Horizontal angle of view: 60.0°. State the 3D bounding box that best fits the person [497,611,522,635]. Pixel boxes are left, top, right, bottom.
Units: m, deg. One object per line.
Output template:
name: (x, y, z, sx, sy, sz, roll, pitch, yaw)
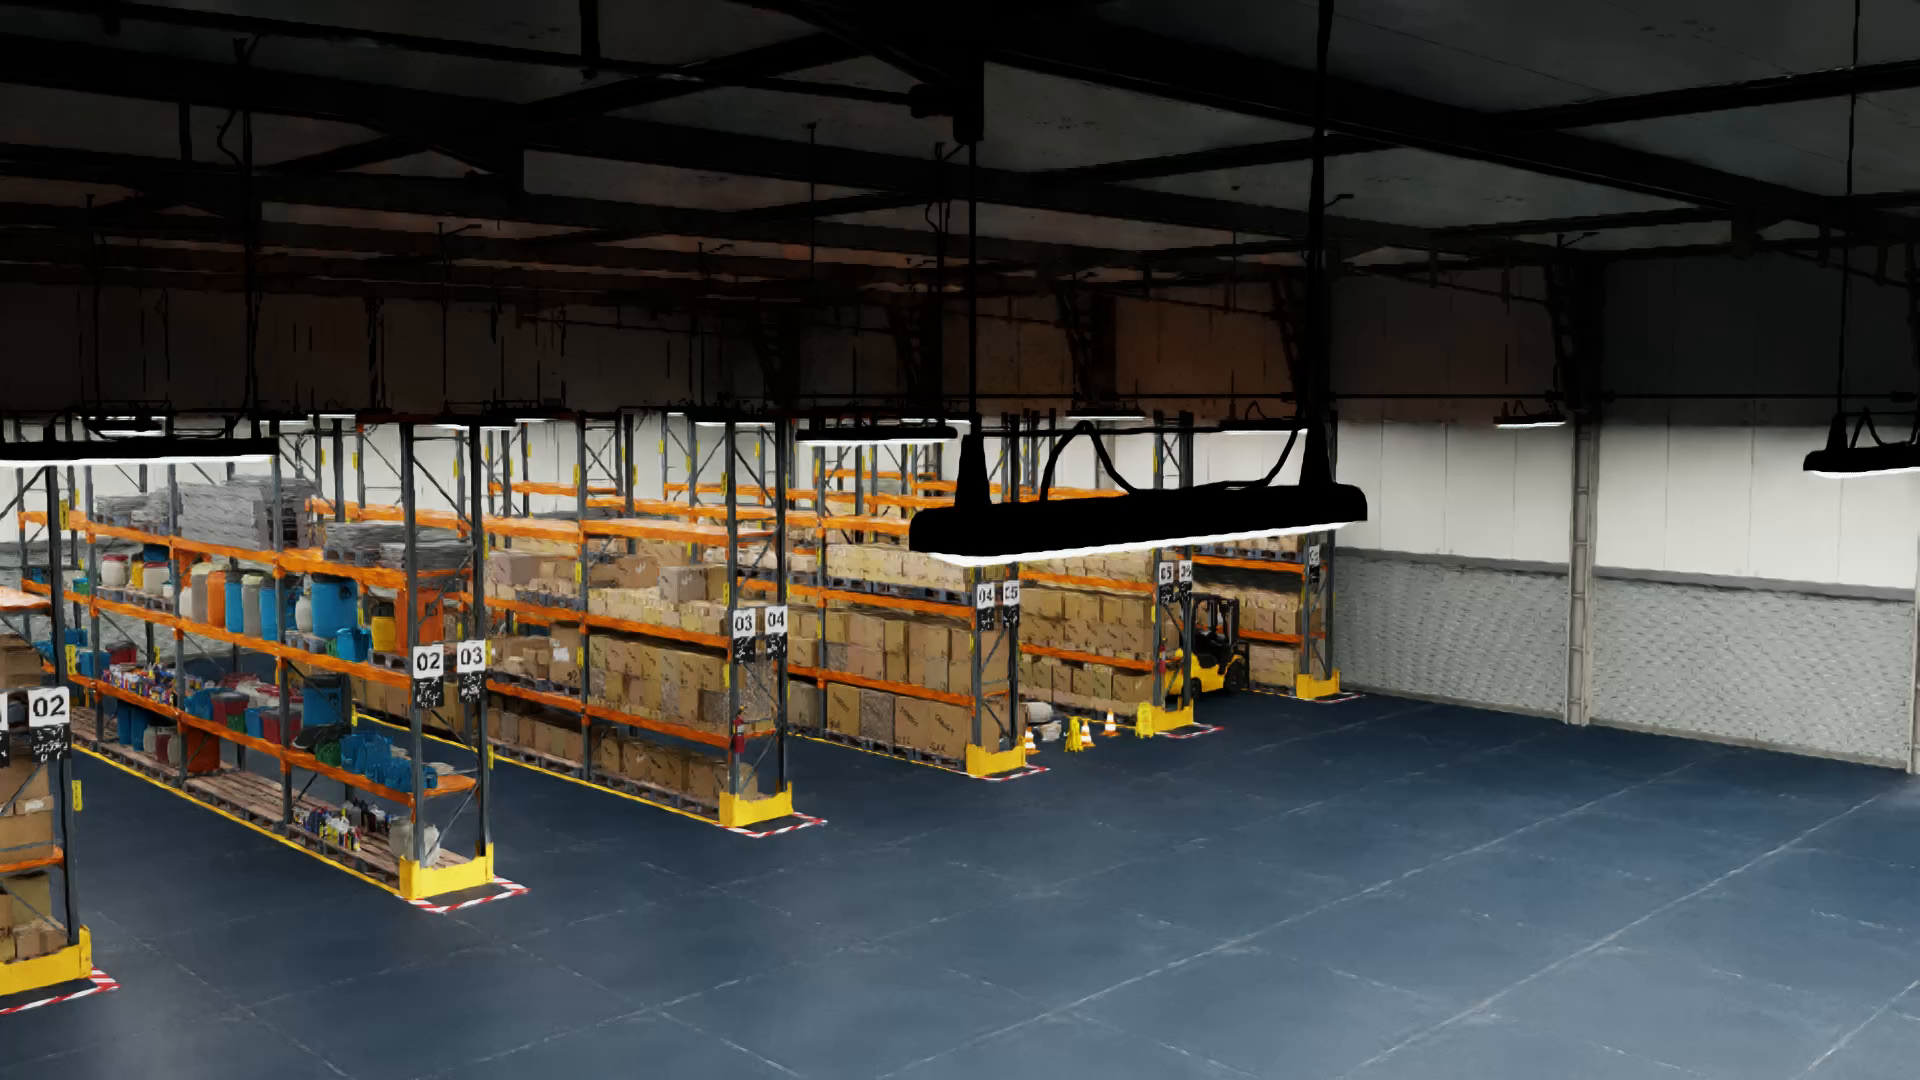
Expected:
person: (-9.936, 2.345, 36.711, 0.580, 1.619, 0.507, -5, 7, -44)
